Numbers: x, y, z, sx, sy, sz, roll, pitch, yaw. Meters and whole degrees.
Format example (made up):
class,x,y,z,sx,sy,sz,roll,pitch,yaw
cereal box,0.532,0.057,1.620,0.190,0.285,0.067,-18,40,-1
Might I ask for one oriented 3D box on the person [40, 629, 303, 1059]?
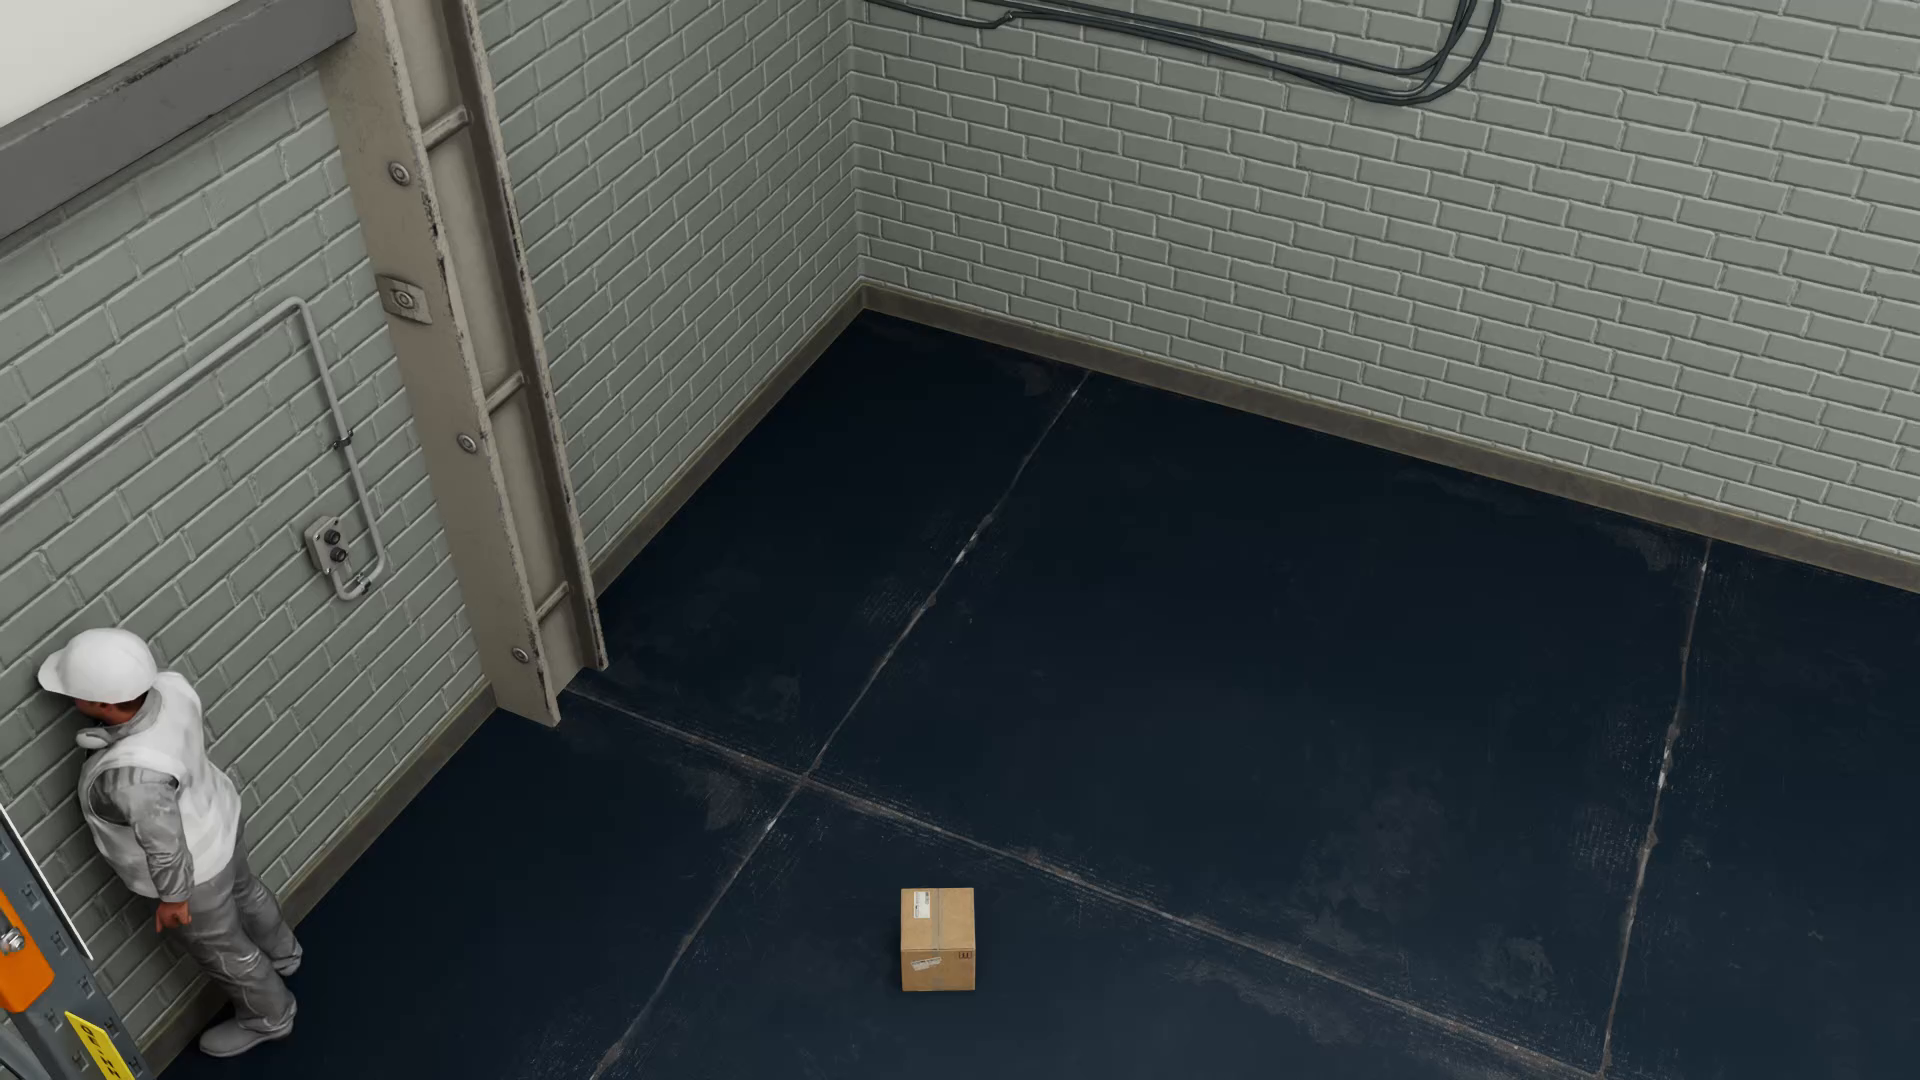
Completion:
class,x,y,z,sx,sy,sz,roll,pitch,yaw
person,-2.380,0.935,5.090,0.359,1.779,0.527,-8,42,-8
